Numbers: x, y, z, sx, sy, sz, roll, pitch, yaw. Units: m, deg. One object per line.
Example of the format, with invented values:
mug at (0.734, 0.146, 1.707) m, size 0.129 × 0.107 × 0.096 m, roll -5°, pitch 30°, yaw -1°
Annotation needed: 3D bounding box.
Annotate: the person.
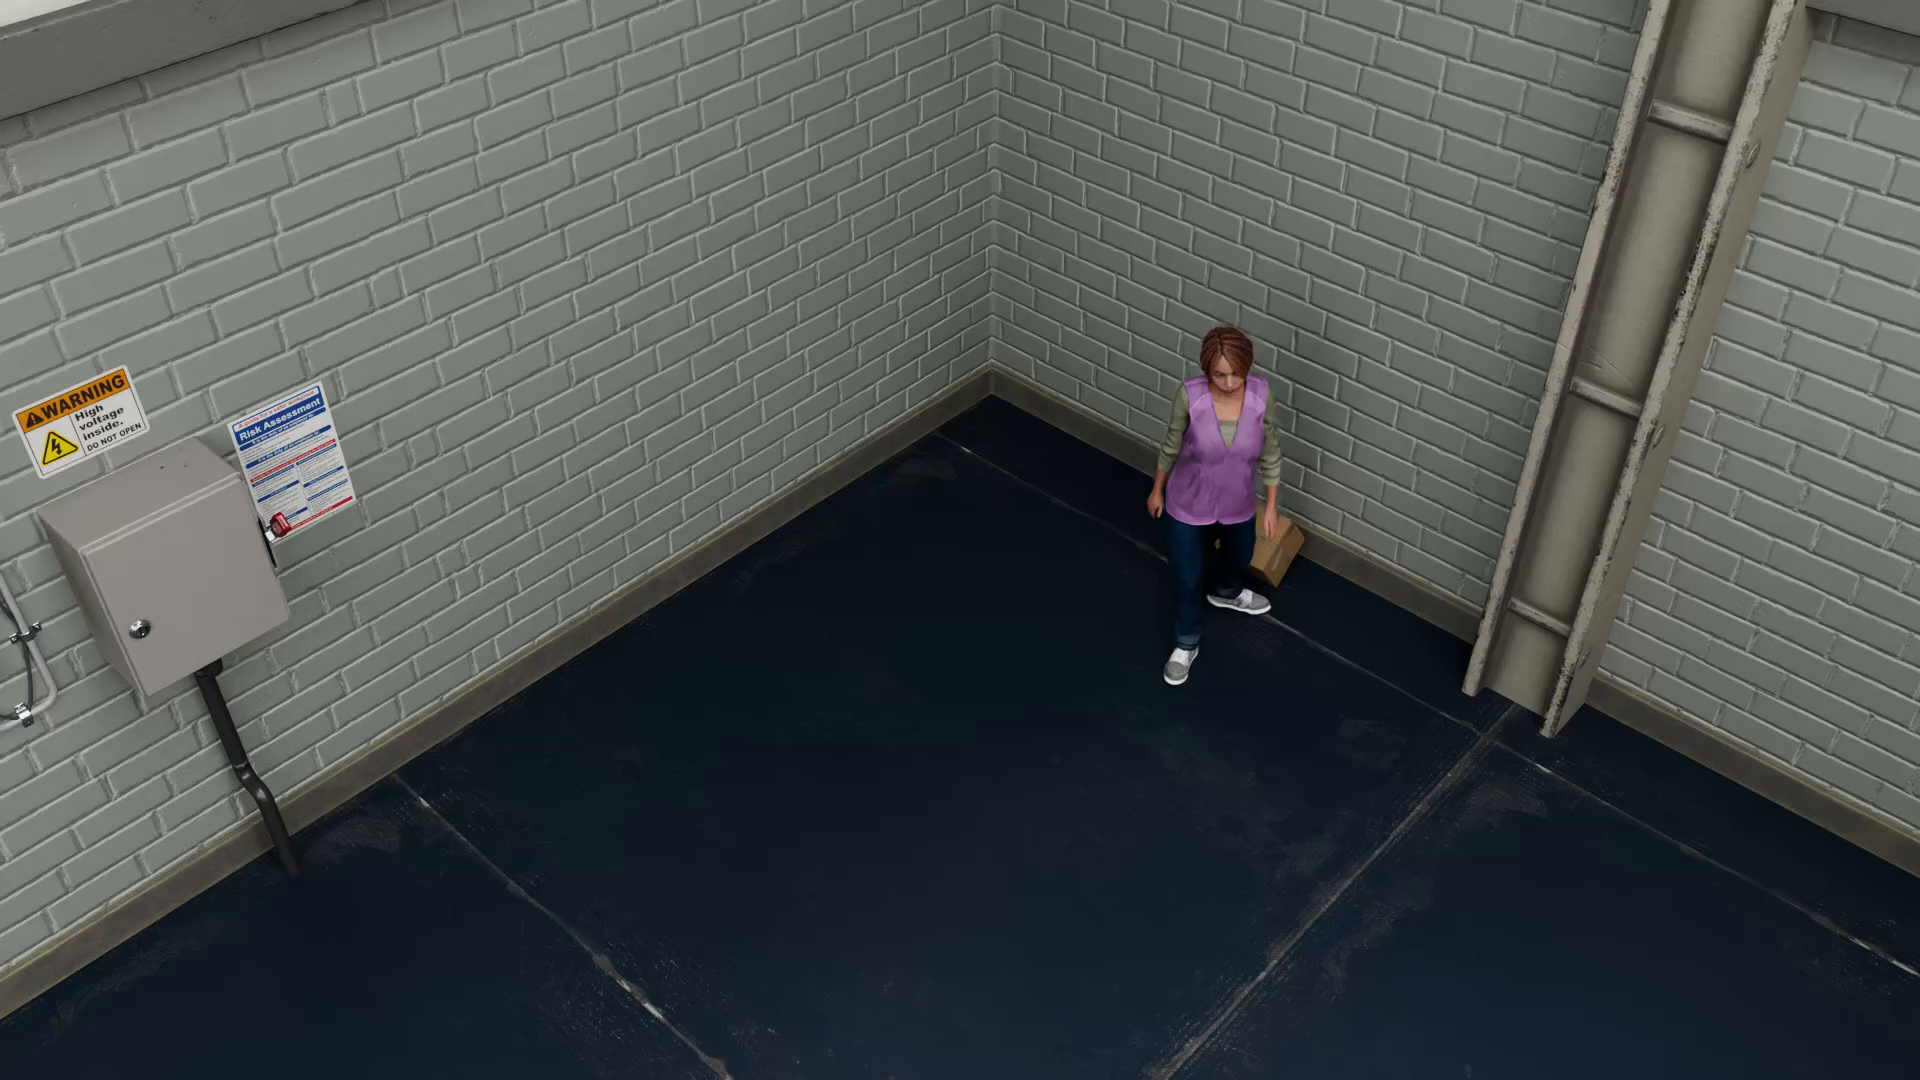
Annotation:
person at (1.029, -0.184, 6.384) m, size 0.598 × 1.588 × 0.475 m, roll -6°, pitch 40°, yaw -8°
